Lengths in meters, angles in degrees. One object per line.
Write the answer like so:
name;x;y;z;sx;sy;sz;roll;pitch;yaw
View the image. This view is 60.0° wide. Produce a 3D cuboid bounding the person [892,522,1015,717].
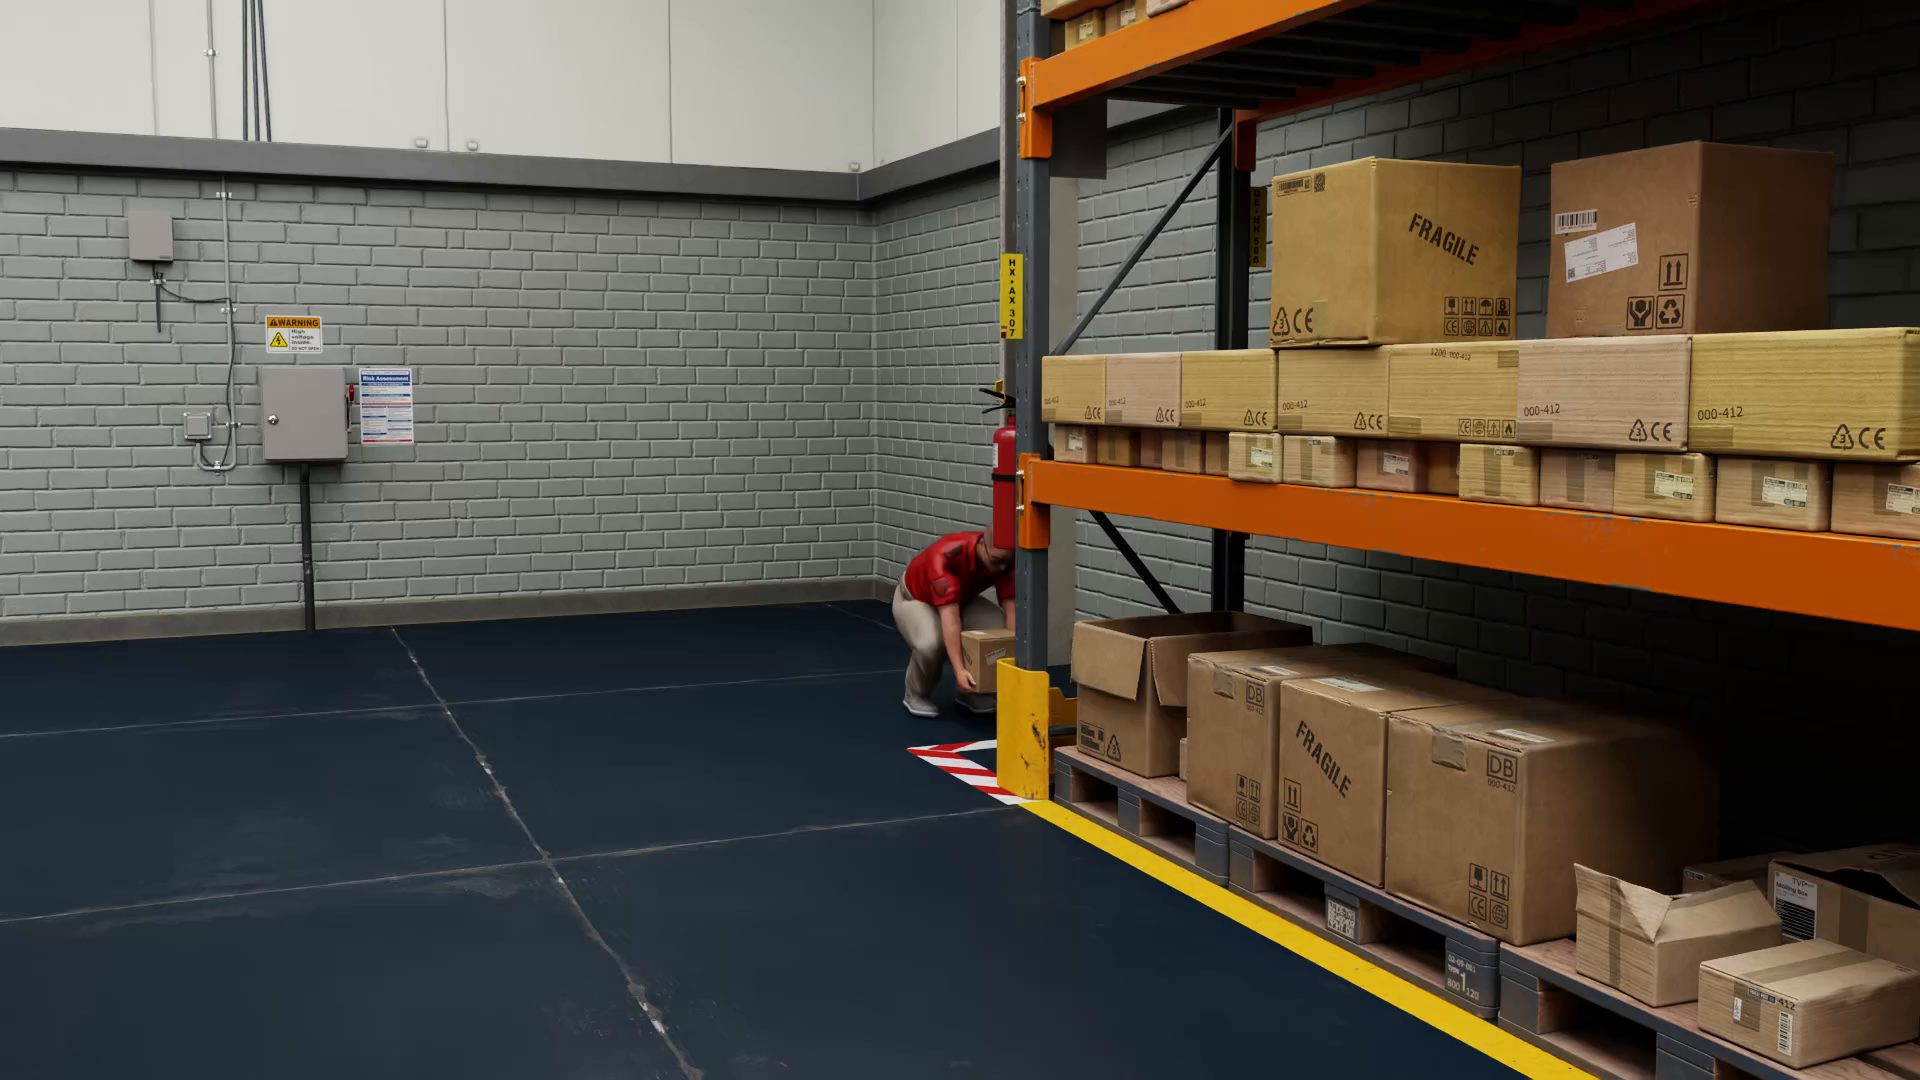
person;0.010;0.369;7.981;0.530;0.980;0.904;-3;6;-25
